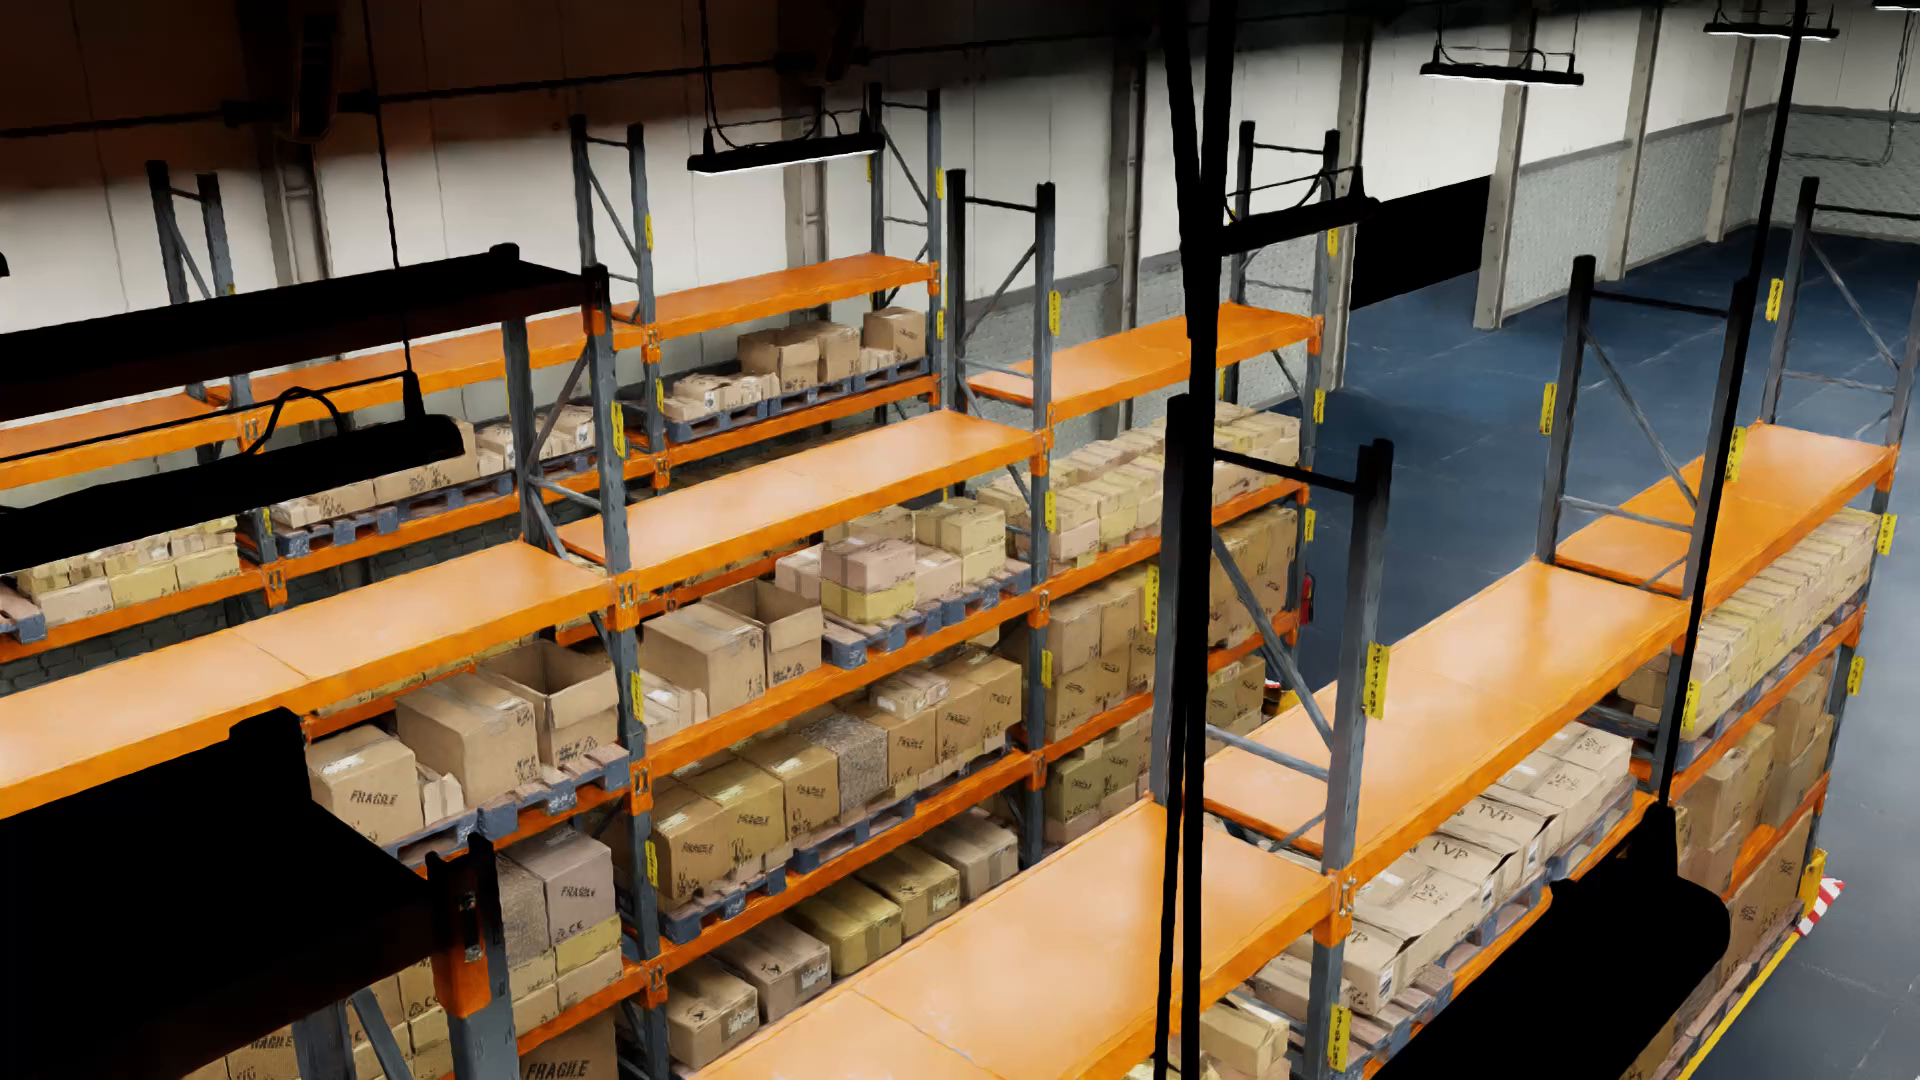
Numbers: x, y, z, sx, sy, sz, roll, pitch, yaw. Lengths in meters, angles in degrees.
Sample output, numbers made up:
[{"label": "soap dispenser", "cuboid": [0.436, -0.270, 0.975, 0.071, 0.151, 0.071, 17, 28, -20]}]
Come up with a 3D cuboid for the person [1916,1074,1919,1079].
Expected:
[{"label": "person", "cuboid": [6.807, 3.302, 11.140, 0.987, 1.735, 0.596, -10, 24, -25]}]
